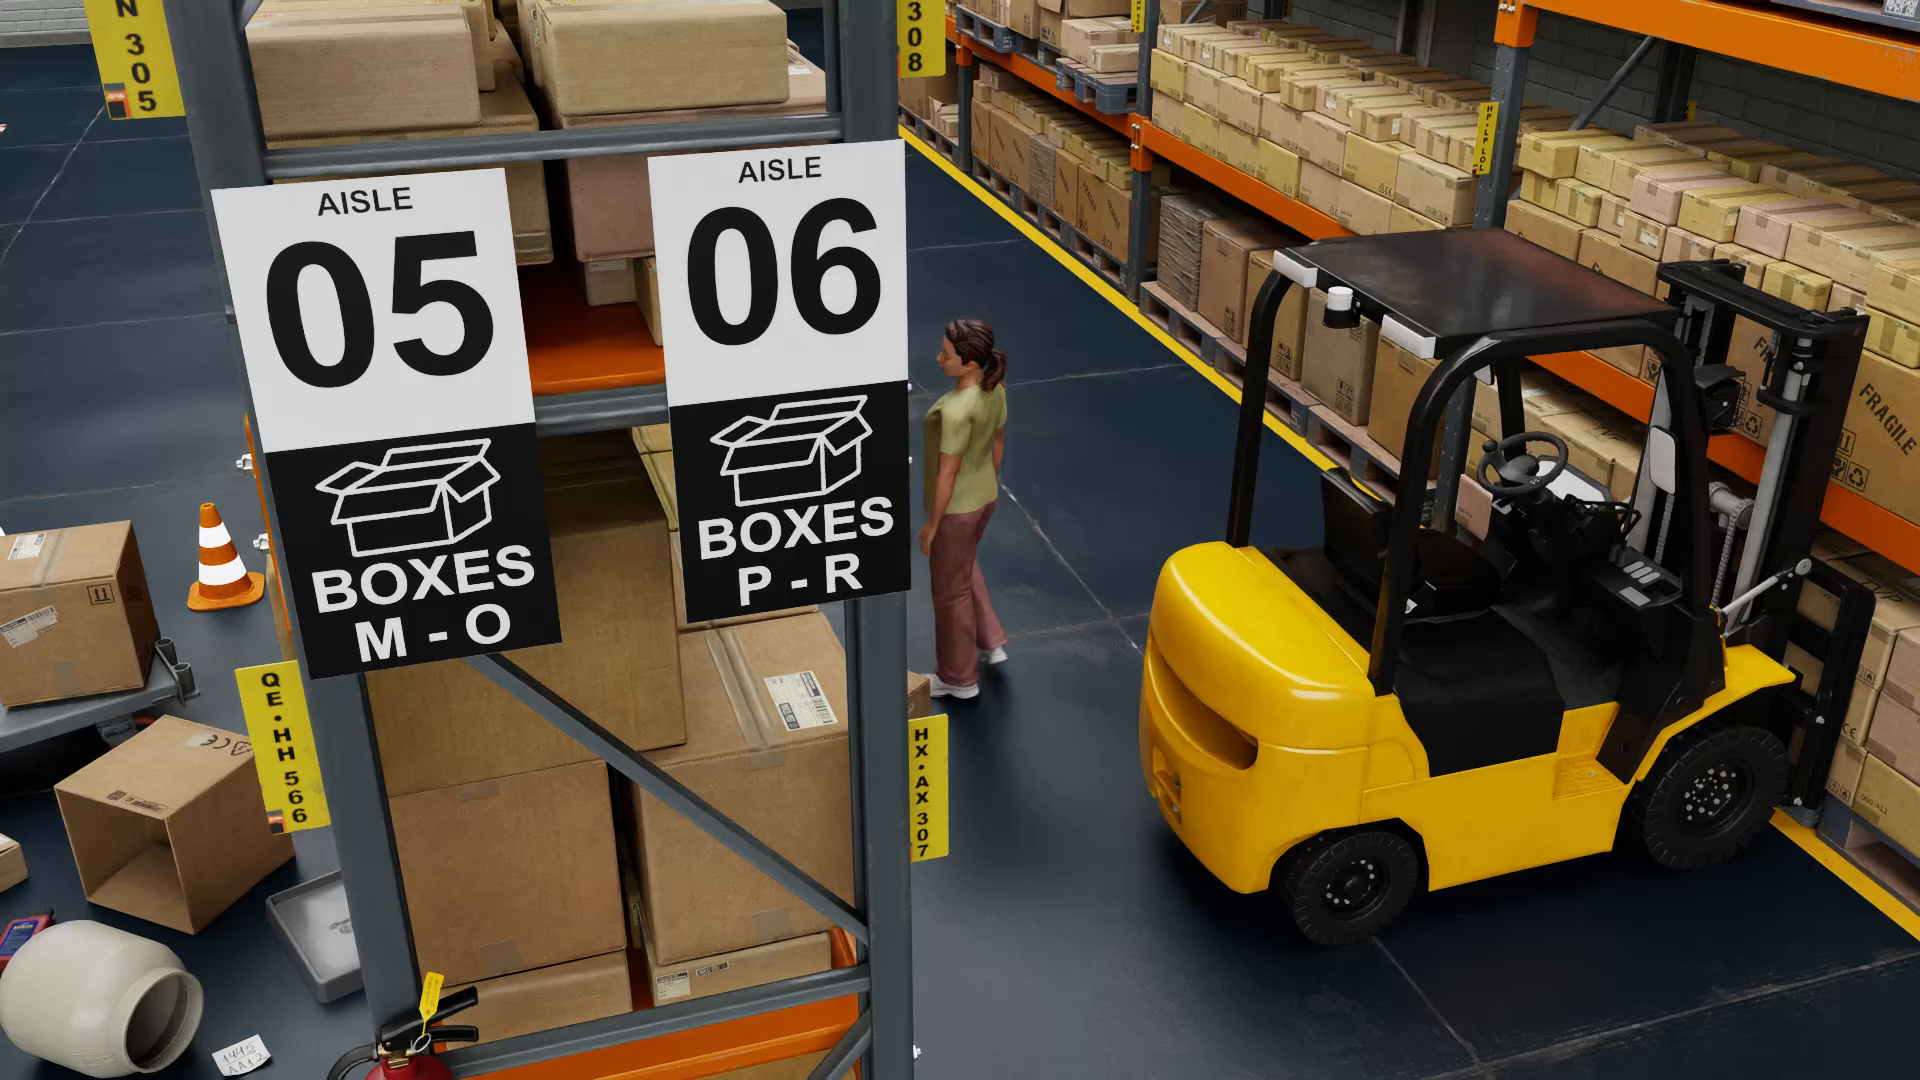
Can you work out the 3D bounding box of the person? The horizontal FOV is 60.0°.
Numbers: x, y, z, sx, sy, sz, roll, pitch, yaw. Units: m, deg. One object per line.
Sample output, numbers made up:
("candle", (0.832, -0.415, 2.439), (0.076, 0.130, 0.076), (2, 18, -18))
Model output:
("person", (0.004, -0.128, 6.864), (0.401, 1.680, 0.521), (14, 30, 27))
